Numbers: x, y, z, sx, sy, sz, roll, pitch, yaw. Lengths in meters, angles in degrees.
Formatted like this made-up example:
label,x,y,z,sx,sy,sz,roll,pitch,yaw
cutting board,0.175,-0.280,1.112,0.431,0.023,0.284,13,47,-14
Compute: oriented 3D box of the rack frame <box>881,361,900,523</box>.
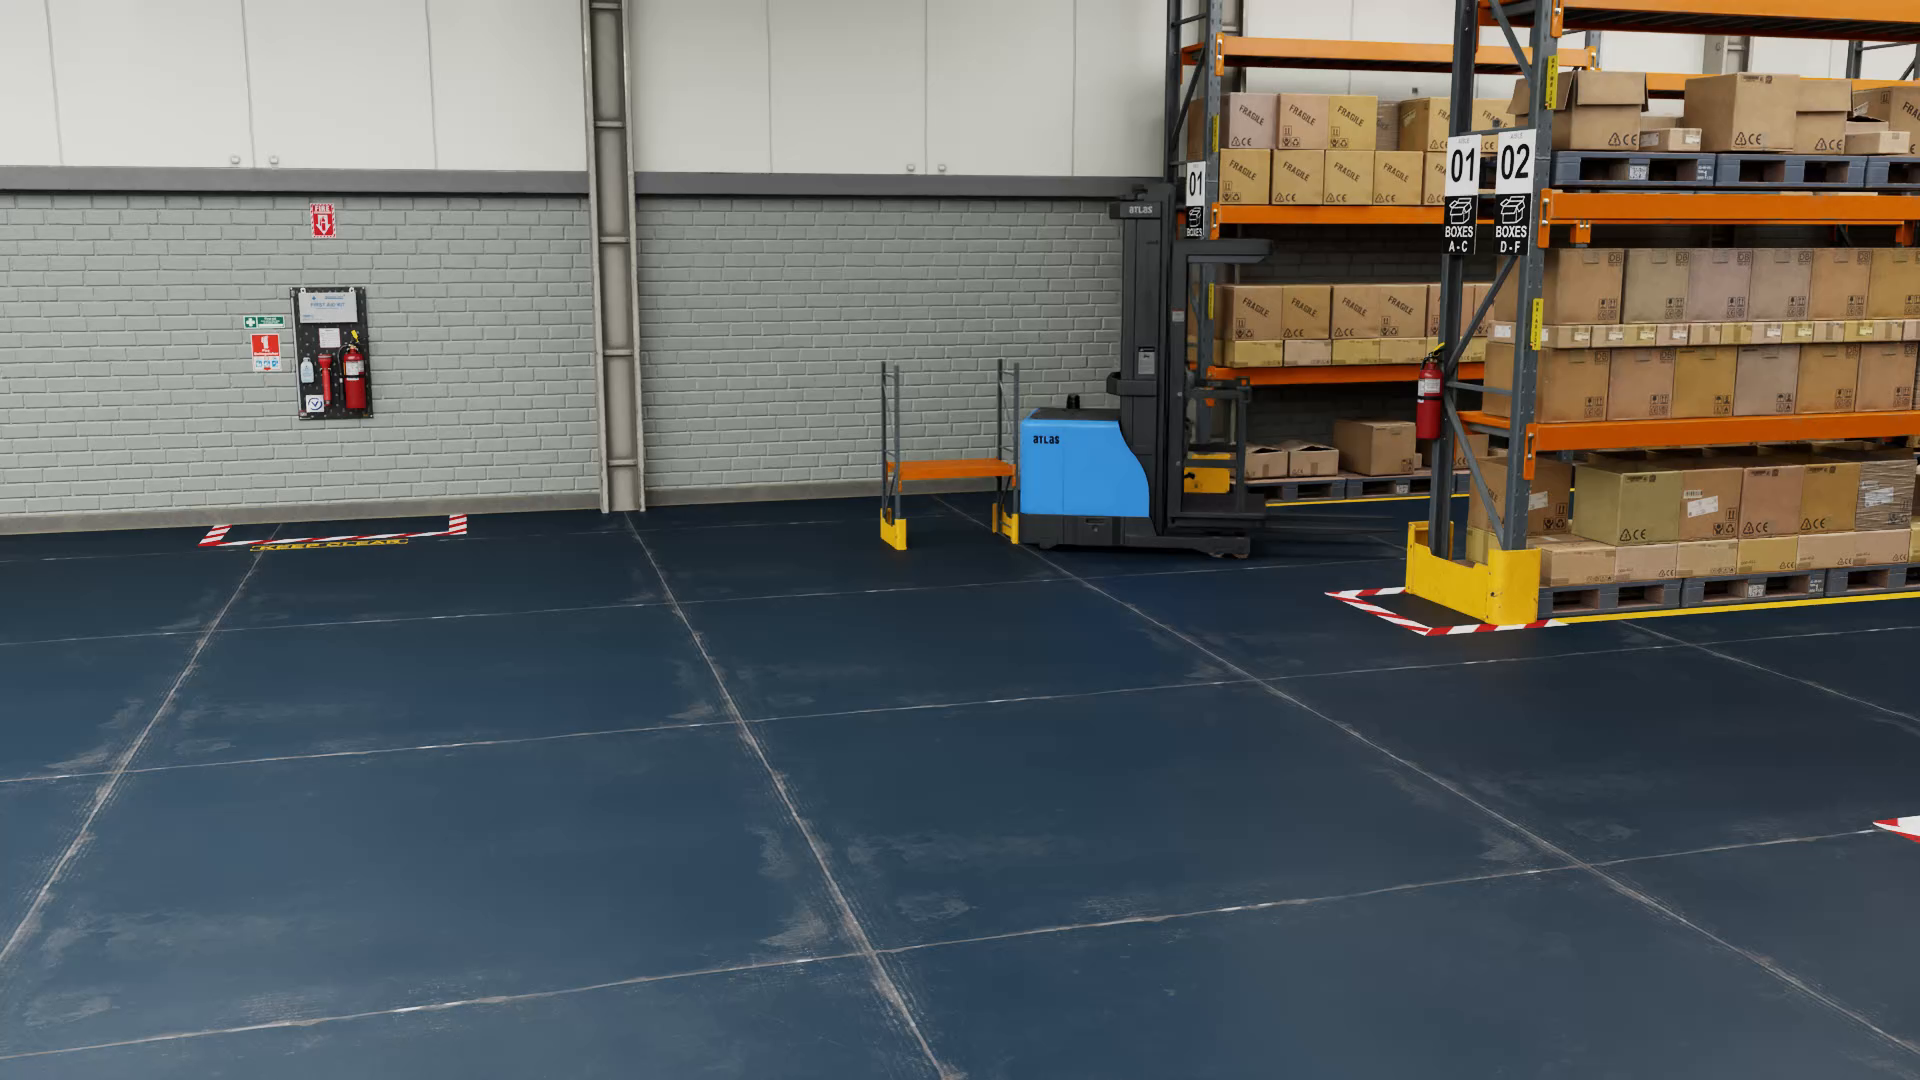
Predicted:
label,x,y,z,sx,sy,sz,roll,pitch,yaw
rack frame,-0.574,-0.709,13.748,0.032,1.500,0.500,-3,11,-16

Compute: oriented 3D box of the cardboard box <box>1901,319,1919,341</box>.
label,x,y,z,sx,sy,sz,roll,pitch,yaw
cardboard box,6.707,-1.512,11.908,0.250,0.149,0.380,-3,11,-18

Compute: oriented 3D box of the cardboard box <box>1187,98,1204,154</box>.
label,x,y,z,sx,sy,sz,roll,pitch,yaw
cardboard box,2.509,-3.973,15.963,0.500,0.500,0.500,-3,11,-13

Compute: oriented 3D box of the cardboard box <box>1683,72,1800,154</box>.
label,x,y,z,sx,sy,sz,roll,pitch,yaw
cardboard box,5.227,-2.855,11.161,0.500,0.500,0.500,-3,11,-16

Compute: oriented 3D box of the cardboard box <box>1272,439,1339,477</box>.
label,x,y,z,sx,sy,sz,roll,pitch,yaw
cardboard box,3.405,-0.822,16.436,0.500,0.311,0.500,-2,11,-11

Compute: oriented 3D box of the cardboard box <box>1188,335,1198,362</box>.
label,x,y,z,sx,sy,sz,roll,pitch,yaw
cardboard box,2.563,-1.873,16.294,0.500,0.250,0.500,-3,11,-15

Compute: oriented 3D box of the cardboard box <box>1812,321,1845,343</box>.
label,x,y,z,sx,sy,sz,roll,pitch,yaw
cardboard box,5.976,-1.474,11.701,0.250,0.149,0.380,-3,11,-14

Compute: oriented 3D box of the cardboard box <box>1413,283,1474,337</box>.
label,x,y,z,sx,sy,sz,roll,pitch,yaw
cardboard box,4.677,-2.259,16.321,0.500,0.500,0.500,-3,11,-18

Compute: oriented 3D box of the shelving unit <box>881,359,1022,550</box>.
label,x,y,z,sx,sy,sz,roll,pitch,yaw
shelving unit,-0.078,-0.735,13.890,1.083,1.500,0.587,-3,11,-16

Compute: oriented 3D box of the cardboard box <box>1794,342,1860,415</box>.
label,x,y,z,sx,sy,sz,roll,pitch,yaw
cardboard box,5.985,-1.194,11.971,0.500,0.500,0.700,-3,11,-15

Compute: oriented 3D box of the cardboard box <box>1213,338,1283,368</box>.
label,x,y,z,sx,sy,sz,roll,pitch,yaw
cardboard box,2.726,-1.785,15.817,0.500,0.250,0.500,-3,11,-18

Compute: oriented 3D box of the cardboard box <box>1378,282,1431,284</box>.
label,x,y,z,sx,sy,sz,roll,pitch,yaw
cardboard box,4.521,-2.349,16.812,0.500,0.500,0.500,-3,11,-14

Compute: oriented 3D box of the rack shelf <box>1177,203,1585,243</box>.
label,x,y,z,sx,sy,sz,roll,pitch,yaw
rack shelf,4.089,-3.102,16.314,4.000,0.370,1.077,-3,11,-16

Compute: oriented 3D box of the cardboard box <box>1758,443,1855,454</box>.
label,x,y,z,sx,sy,sz,roll,pitch,yaw
cardboard box,6.386,-0.448,12.560,0.500,0.500,0.500,-3,11,-16

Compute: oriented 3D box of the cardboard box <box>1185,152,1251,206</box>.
label,x,y,z,sx,sy,sz,roll,pitch,yaw
cardboard box,2.498,-3.479,16.042,0.500,0.500,0.500,-2,11,-12

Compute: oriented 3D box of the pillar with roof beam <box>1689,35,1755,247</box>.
label,x,y,z,sx,sy,sz,roll,pitch,yaw
pillar with roof beam,9.563,-4.571,14.021,0.400,9.000,9.100,-3,11,-16

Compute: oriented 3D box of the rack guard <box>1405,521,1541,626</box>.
label,x,y,z,sx,sy,sz,roll,pitch,yaw
rack guard,3.533,0.212,11.514,0.348,0.500,1.175,-3,11,-16

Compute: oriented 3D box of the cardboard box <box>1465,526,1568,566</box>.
label,x,y,z,sx,sy,sz,roll,pitch,yaw
cardboard box,3.989,0.049,11.931,0.500,0.250,0.500,-3,11,-16

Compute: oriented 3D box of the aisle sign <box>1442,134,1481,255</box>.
label,x,y,z,sx,sy,sz,roll,pitch,yaw
aisle sign,3.411,-2.345,11.318,0.004,0.787,0.394,-3,11,-16

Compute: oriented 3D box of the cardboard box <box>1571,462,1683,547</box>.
label,x,y,z,sx,sy,sz,roll,pitch,yaw
cardboard box,4.613,-0.256,11.514,0.500,0.500,0.500,-3,11,-16

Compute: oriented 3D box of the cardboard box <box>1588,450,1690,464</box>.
label,x,y,z,sx,sy,sz,roll,pitch,yaw
cardboard box,4.944,-0.374,12.154,0.500,0.500,0.500,-3,11,-16

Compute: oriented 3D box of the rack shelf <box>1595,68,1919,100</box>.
label,x,y,z,sx,sy,sz,roll,pitch,yaw
rack shelf,7.929,-4.583,17.178,4.000,0.370,1.077,-3,11,-16

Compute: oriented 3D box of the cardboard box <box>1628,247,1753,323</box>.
label,x,y,z,sx,sy,sz,roll,pitch,yaw
cardboard box,5.046,-1.783,11.587,0.500,0.500,0.700,-3,11,-16

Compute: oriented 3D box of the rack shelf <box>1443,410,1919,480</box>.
label,x,y,z,sx,sy,sz,roll,pitch,yaw
rack shelf,5.477,-0.766,11.909,4.000,0.370,1.077,-3,11,-16

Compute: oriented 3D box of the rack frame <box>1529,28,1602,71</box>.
label,x,y,z,sx,sy,sz,roll,pitch,yaw
rack frame,6.009,-5.032,16.527,0.127,3.000,1.000,-3,11,-16

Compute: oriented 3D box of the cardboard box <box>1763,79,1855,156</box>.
label,x,y,z,sx,sy,sz,roll,pitch,yaw
cardboard box,5.781,-2.961,11.728,0.637,0.503,0.797,-2,11,-10

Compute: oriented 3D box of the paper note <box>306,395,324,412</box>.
label,x,y,z,sx,sy,sz,roll,pitch,yaw
paper note,-5.735,-1.213,14.783,0.142,0.148,0.016,-3,11,-16

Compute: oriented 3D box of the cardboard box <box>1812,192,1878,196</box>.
label,x,y,z,sx,sy,sz,roll,pitch,yaw
cardboard box,9.234,-3.642,17.451,0.500,0.311,0.500,-3,11,-16

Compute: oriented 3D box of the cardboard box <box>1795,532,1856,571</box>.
label,x,y,z,sx,sy,sz,roll,pitch,yaw
cardboard box,6.054,0.038,11.991,0.500,0.250,0.500,-3,11,-16

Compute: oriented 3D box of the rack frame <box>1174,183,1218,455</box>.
label,x,y,z,sx,sy,sz,roll,pitch,yaw
rack frame,2.168,-1.879,15.971,0.127,3.000,1.000,-3,11,-16

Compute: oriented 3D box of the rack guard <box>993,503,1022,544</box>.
label,x,y,z,sx,sy,sz,roll,pitch,yaw
rack guard,0.400,-0.145,14.141,0.087,0.250,0.587,-3,11,-16

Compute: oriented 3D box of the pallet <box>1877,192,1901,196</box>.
label,x,y,z,sx,sy,sz,roll,pitch,yaw
pallet,10.453,-3.708,18.142,1.003,0.211,1.213,-2,11,-13

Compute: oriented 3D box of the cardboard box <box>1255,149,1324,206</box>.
label,x,y,z,sx,sy,sz,roll,pitch,yaw
cardboard box,3.085,-3.408,15.658,0.500,0.500,0.500,-2,11,-12

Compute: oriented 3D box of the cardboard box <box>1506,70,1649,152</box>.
label,x,y,z,sx,sy,sz,roll,pitch,yaw
cardboard box,4.109,-2.848,11.116,0.637,0.503,0.797,-2,11,-12

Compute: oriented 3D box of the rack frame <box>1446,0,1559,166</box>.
label,x,y,z,sx,sy,sz,roll,pitch,yaw
rack frame,3.556,-3.969,10.751,0.127,3.000,1.000,-3,11,-16

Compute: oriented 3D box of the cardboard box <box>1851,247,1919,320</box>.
label,x,y,z,sx,sy,sz,roll,pitch,yaw
cardboard box,6.488,-1.859,11.999,0.500,0.500,0.700,-3,11,-16

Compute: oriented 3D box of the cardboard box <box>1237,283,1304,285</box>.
label,x,y,z,sx,sy,sz,roll,pitch,yaw
cardboard box,3.047,-2.269,16.374,0.500,0.500,0.500,-3,11,-15

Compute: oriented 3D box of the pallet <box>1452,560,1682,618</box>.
label,x,y,z,sx,sy,sz,roll,pitch,yaw
pallet,4.279,0.307,11.796,1.213,0.211,1.003,-3,11,-16

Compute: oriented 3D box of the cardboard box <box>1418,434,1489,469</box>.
label,x,y,z,sx,sy,sz,roll,pitch,yaw
cardboard box,5.023,-1.009,16.933,0.500,0.500,0.500,-4,11,-20

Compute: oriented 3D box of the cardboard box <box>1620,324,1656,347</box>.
label,x,y,z,sx,sy,sz,roll,pitch,yaw
cardboard box,4.486,-1.395,11.273,0.250,0.149,0.380,-3,11,-16

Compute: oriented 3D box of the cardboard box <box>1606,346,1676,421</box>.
label,x,y,z,sx,sy,sz,roll,pitch,yaw
cardboard box,4.511,-1.116,11.550,0.500,0.500,0.700,-3,11,-14

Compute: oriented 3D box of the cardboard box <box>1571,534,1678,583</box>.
label,x,y,z,sx,sy,sz,roll,pitch,yaw
cardboard box,4.613,0.113,11.583,0.500,0.250,0.500,-3,11,-16

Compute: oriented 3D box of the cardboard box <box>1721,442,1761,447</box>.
label,x,y,z,sx,sy,sz,roll,pitch,yaw
cardboard box,8.176,-1.190,17.914,0.500,0.500,0.700,-3,11,-16

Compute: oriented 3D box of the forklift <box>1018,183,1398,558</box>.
label,x,y,z,sx,sy,sz,roll,pitch,yaw
forklift,2.041,-1.399,13.549,3.031,2.935,1.130,2,11,9

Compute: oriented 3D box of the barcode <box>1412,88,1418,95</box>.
label,x,y,z,sx,sy,sz,roll,pitch,yaw
barcode,4.554,-4.496,16.650,0.075,0.075,0.001,-3,11,-16

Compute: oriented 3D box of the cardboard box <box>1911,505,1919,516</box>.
label,x,y,z,sx,sy,sz,roll,pitch,yaw
cardboard box,7.714,-0.147,12.992,0.500,0.250,0.500,-3,11,-16

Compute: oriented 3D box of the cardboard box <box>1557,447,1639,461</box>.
label,x,y,z,sx,sy,sz,roll,pitch,yaw
cardboard box,6.711,-1.109,17.475,0.500,0.500,0.700,-3,11,-14

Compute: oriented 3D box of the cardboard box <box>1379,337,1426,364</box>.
label,x,y,z,sx,sy,sz,roll,pitch,yaw
cardboard box,4.197,-1.864,16.244,0.500,0.250,0.500,-3,11,-15

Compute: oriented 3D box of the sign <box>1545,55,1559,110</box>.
label,x,y,z,sx,sy,sz,roll,pitch,yaw
sign,3.706,-2.866,10.410,0.005,0.325,0.100,-3,11,-16

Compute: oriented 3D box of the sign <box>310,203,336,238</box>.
label,x,y,z,sx,sy,sz,roll,pitch,yaw
sign,-5.581,-2.800,14.569,0.199,0.298,0.001,-3,11,-16

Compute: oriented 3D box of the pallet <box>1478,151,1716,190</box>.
label,x,y,z,sx,sy,sz,roll,pitch,yaw
pallet,4.243,-2.481,11.200,1.213,0.211,1.003,-3,11,-16

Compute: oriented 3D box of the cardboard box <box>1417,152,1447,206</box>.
label,x,y,z,sx,sy,sz,roll,pitch,yaw
cardboard box,4.582,-3.490,16.100,0.500,0.500,0.500,-3,11,-18

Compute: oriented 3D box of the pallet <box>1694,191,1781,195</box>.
label,x,y,z,sx,sy,sz,roll,pitch,yaw
pallet,7.626,-3.530,17.173,1.003,0.211,1.213,-3,11,-16

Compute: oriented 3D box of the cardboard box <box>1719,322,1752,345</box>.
label,x,y,z,sx,sy,sz,roll,pitch,yaw
cardboard box,5.229,-1.435,11.487,0.250,0.149,0.380,-3,11,-17

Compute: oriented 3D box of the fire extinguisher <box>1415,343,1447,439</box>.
label,x,y,z,sx,sy,sz,roll,pitch,yaw
fire extinguisher,3.313,-1.055,11.707,0.183,0.674,0.296,-3,11,-16

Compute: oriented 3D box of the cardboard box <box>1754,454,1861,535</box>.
label,x,y,z,sx,sy,sz,roll,pitch,yaw
cardboard box,6.050,-0.333,11.935,0.500,0.500,0.500,-3,11,-16

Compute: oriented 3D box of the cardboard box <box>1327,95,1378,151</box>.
label,x,y,z,sx,sy,sz,roll,pitch,yaw
cardboard box,3.591,-3.927,15.716,0.500,0.500,0.500,-3,11,-14

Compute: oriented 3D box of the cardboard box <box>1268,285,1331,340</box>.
label,x,y,z,sx,sy,sz,roll,pitch,yaw
cardboard box,3.188,-2.179,15.888,0.500,0.500,0.500,-3,11,-16
